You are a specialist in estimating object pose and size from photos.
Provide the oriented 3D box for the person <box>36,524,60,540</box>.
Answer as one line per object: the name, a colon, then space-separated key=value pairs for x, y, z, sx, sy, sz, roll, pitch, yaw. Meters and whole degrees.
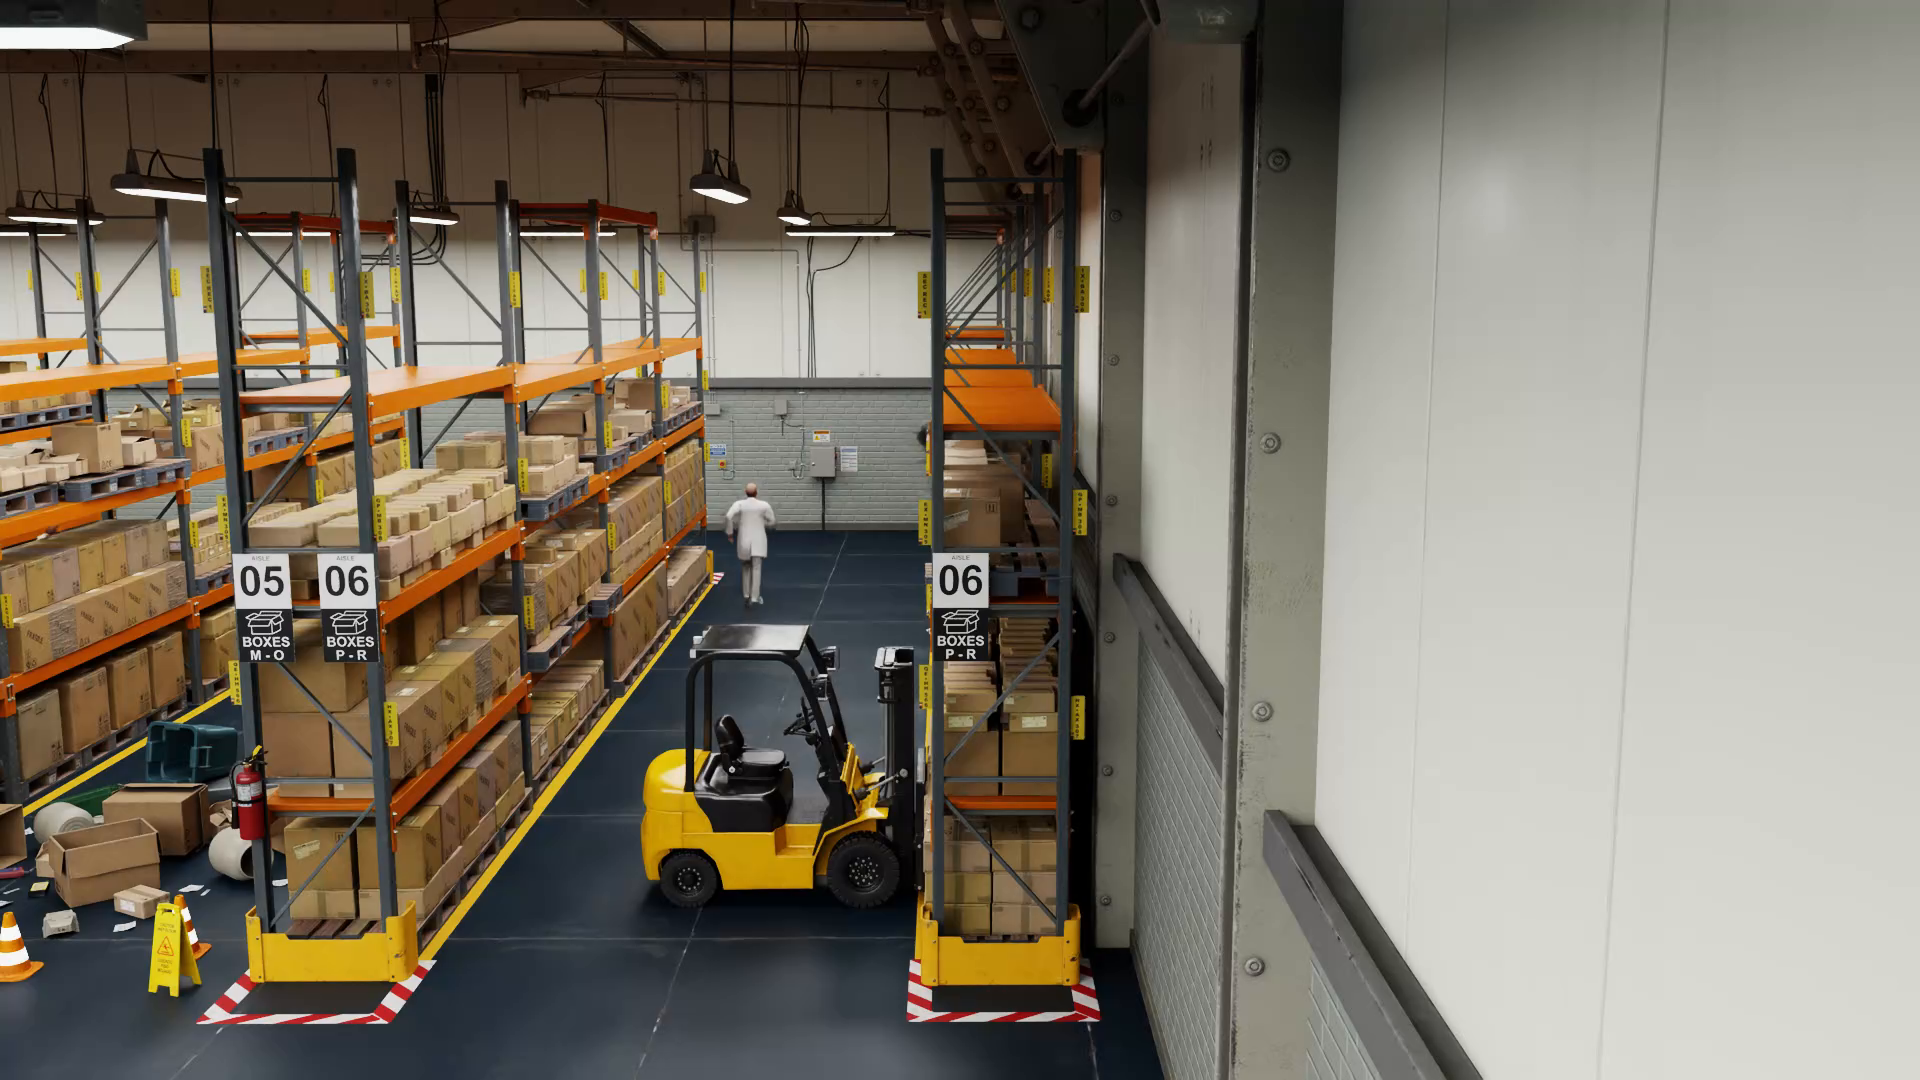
person: x=-12.882 y=0.511 z=23.668 sx=0.710 sy=1.747 sz=0.968 roll=0 pitch=9 yaw=-2

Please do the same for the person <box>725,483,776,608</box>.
person: x=-3.081 y=0.116 z=24.530 sx=0.735 sy=1.918 sz=0.809 roll=0 pitch=9 yaw=0
